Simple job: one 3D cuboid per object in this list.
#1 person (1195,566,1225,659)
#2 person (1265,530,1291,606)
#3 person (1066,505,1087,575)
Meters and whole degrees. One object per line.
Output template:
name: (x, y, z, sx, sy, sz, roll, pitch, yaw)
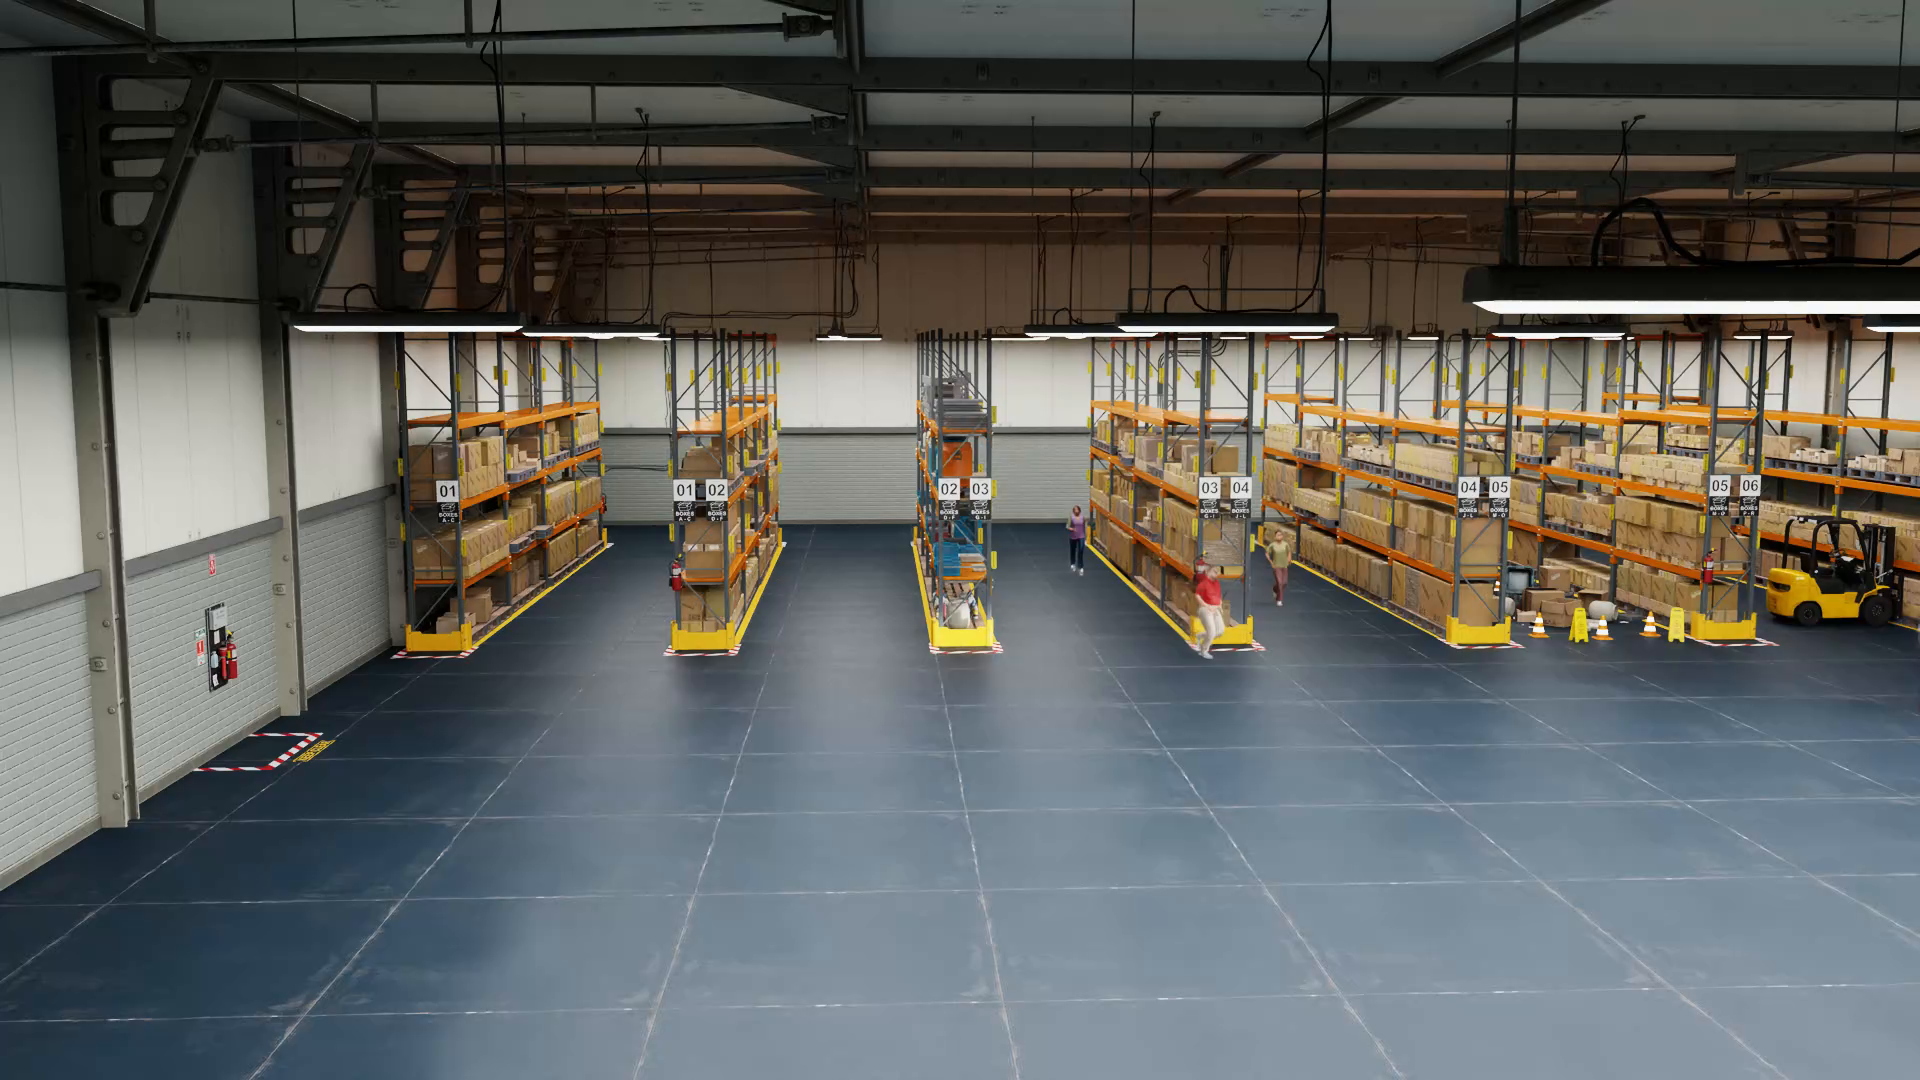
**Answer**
person: (4.579, 1.310, 30.524, 0.712, 1.667, 0.596, -6, 9, -44)
person: (7.018, 0.603, 36.673, 0.551, 1.644, 0.550, -1, 7, -5)
person: (2.789, -0.020, 39.563, 0.548, 1.621, 0.818, -1, 7, -4)
